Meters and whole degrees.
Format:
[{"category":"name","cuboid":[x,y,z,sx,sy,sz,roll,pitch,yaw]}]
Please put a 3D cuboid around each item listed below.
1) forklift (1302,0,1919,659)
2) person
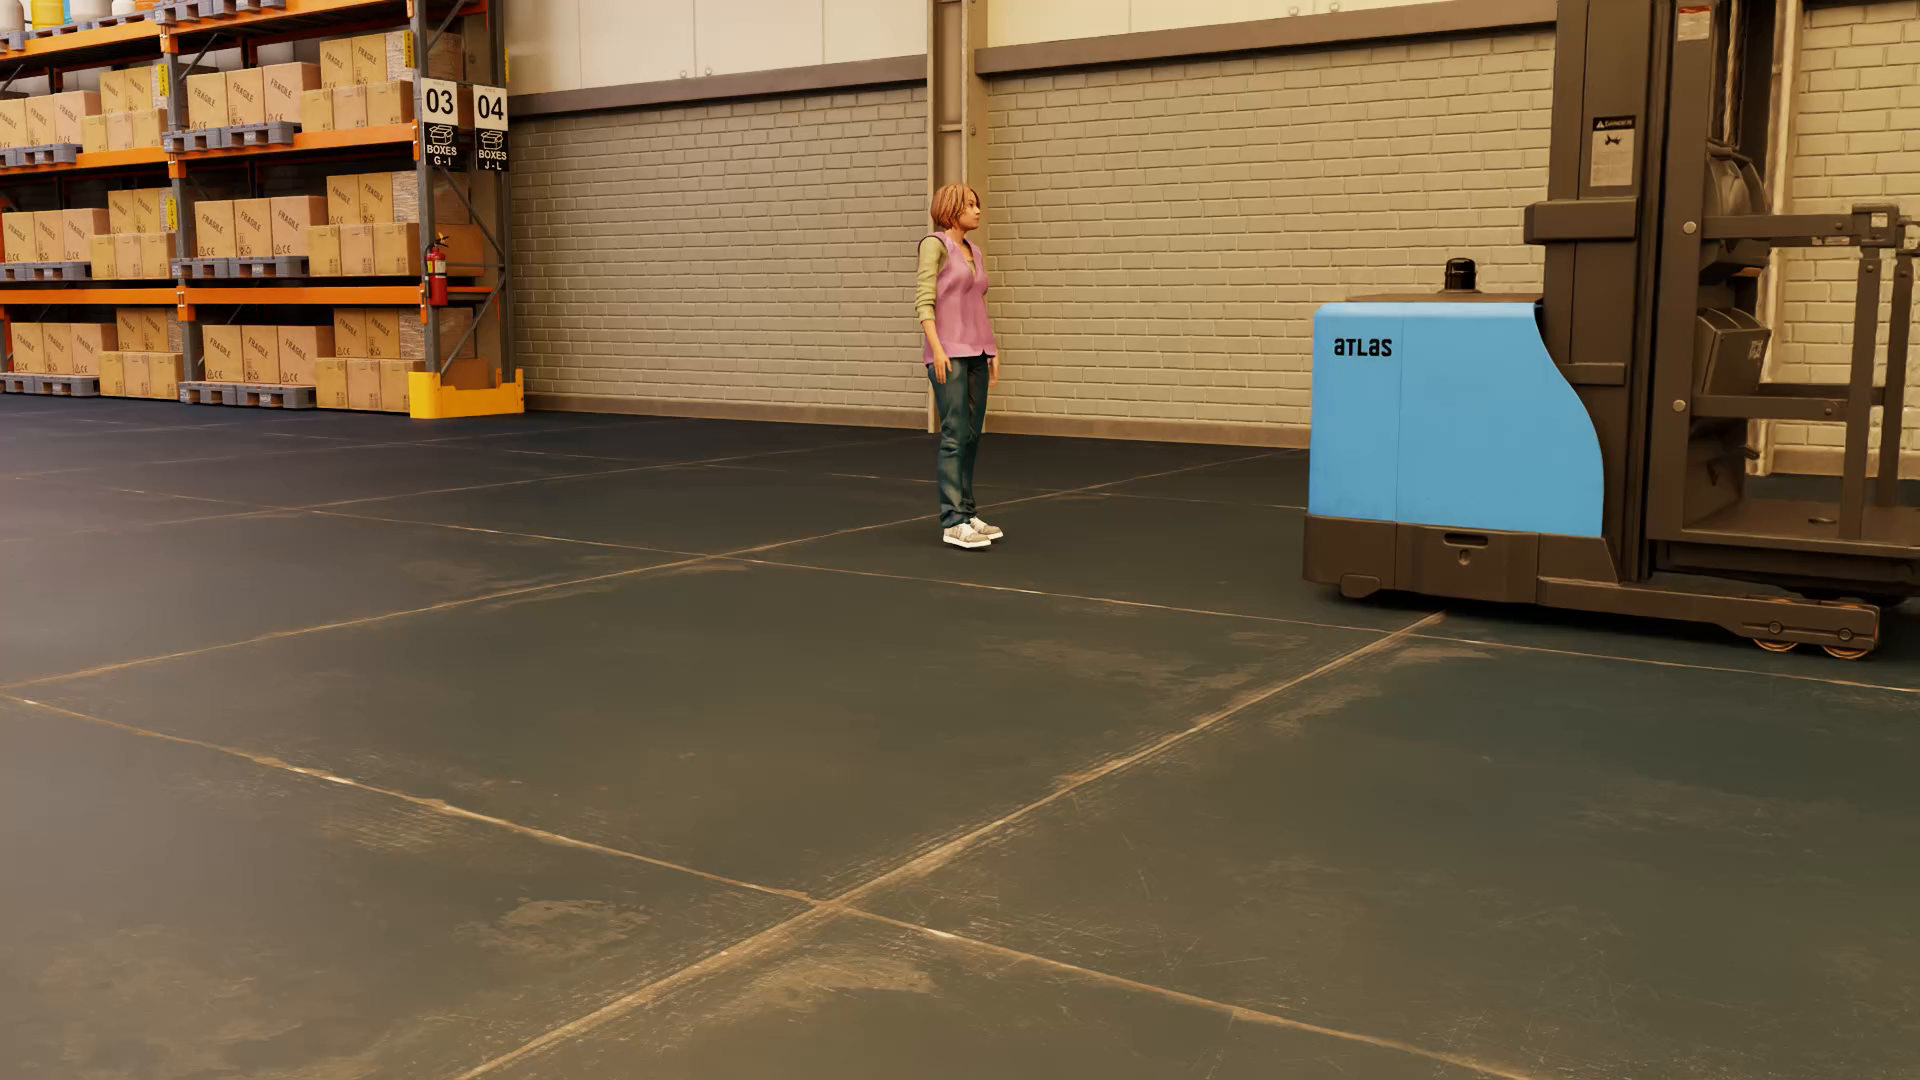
[{"category":"forklift","cuboid":[2.759,-1.173,5.442,3.031,2.935,1.130,6,10,34]},{"category":"person","cuboid":[0.054,-0.791,7.437,0.473,1.599,0.520,5,10,34]}]
